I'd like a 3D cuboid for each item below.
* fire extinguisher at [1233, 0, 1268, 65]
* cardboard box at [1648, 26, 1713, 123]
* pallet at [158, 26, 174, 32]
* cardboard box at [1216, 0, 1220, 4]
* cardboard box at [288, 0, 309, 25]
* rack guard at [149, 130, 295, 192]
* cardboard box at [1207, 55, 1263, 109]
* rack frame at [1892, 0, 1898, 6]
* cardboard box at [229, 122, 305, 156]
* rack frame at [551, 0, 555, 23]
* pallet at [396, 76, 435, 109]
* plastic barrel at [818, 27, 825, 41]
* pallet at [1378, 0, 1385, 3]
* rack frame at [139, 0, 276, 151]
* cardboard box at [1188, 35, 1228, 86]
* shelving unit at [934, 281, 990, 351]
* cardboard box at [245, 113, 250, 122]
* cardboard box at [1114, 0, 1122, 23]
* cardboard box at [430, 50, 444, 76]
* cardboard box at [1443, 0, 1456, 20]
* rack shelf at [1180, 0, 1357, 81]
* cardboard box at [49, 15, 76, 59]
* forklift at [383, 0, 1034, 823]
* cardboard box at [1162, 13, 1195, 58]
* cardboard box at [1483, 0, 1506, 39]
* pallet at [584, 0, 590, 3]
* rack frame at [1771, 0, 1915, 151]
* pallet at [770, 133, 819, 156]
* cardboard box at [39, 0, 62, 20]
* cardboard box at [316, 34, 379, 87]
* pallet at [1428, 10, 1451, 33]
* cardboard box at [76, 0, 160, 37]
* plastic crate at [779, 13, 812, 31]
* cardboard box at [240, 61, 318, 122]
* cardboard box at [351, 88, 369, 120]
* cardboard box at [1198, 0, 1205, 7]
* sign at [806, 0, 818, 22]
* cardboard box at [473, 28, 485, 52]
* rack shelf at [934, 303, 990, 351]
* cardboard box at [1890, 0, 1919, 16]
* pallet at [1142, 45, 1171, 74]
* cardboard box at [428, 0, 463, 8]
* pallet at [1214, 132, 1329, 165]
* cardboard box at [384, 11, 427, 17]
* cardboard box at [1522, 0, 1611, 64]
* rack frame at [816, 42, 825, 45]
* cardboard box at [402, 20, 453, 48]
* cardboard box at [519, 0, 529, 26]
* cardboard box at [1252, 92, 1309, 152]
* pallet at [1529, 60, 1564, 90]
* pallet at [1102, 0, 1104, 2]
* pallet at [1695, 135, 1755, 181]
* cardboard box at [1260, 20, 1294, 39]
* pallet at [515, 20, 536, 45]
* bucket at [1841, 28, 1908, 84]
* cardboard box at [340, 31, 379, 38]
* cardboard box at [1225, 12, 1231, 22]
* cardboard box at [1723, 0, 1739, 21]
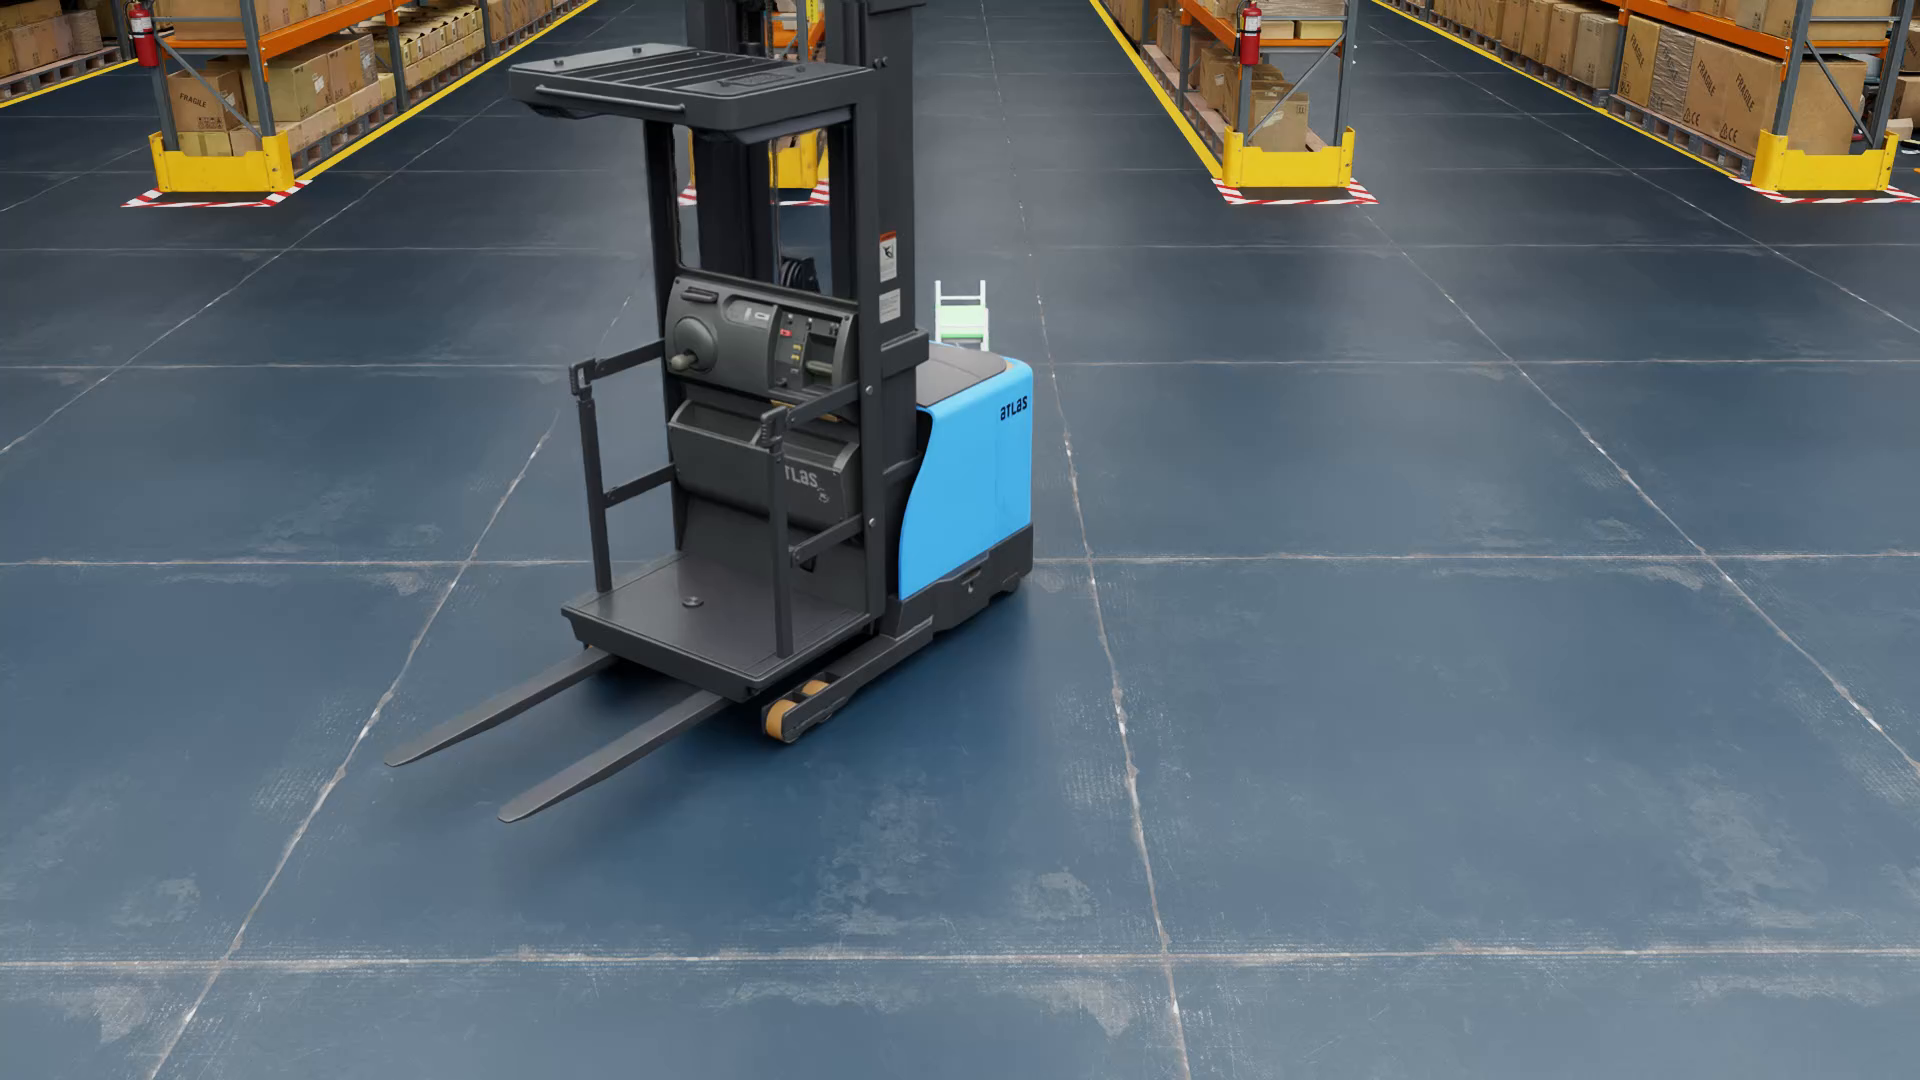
[{"bbox_3d":[2.614,-4.622,14.923,0.296,0.674,0.183,0,24,-1],"label":"fire extinguisher"},{"bbox_3d":[7.942,-4.928,17.574,0.875,0.875,0.875,0,24,0],"label":"cardboard box"},{"bbox_3d":[-11.816,-7.492,24.560,1.003,0.211,1.213,0,24,-1],"label":"pallet"},{"bbox_3d":[3.008,-5.526,16.346,0.875,0.500,0.500,0,24,-1],"label":"cardboard box"},{"bbox_3d":[-6.834,-5.322,16.257,0.700,0.500,0.500,0,24,0],"label":"cardboard box"},{"bbox_3d":[-6.832,-3.515,15.414,1.175,0.500,0.348,0,24,-1],"label":"rack guard"},{"bbox_3d":[3.008,-5.006,18.202,0.500,0.500,0.500,8,25,16],"label":"cardboard box"},{"bbox_3d":[12.896,-8.047,22.403,1.000,3.000,0.127,0,24,-1],"label":"rack frame"},{"bbox_3d":[-6.615,-3.824,15.892,0.500,0.250,0.500,0,24,-1],"label":"cardboard box"},{"bbox_3d":[-6.963,-9.608,25.854,1.000,3.000,0.127,0,24,-1],"label":"rack frame"},{"bbox_3d":[-6.923,-5.345,19.811,1.003,0.211,1.213,0,24,-1],"label":"pallet"},{"bbox_3d":[-1.988,-7.385,23.062,0.600,0.830,0.708,0,24,-1],"label":"plastic barrel"},{"bbox_3d":[7.834,-9.643,29.316,1.003,0.211,1.213,0,24,-1],"label":"pallet"},{"bbox_3d":[-6.832,-4.663,14.921,1.000,3.000,0.127,0,24,-1],"label":"rack frame"},{"bbox_3d":[3.045,-5.669,19.645,0.700,0.500,0.500,-2,24,-5],"label":"cardboard box"},{"bbox_3d":[0.007,-0.620,8.165,0.258,1.200,0.503,0,24,-1],"label":"shelving unit"},{"bbox_3d":[-7.151,-4.028,16.342,0.500,0.250,0.500,0,24,-1],"label":"cardboard box"},{"bbox_3d":[2.981,-8.243,24.903,1.225,0.875,0.875,-1,24,-2],"label":"cardboard box"},{"bbox_3d":[-6.645,-5.842,20.353,0.500,0.250,0.500,-1,24,-2],"label":"cardboard box"},{"bbox_3d":[7.654,-8.161,25.177,0.500,0.500,0.500,1,24,2],"label":"cardboard box"},{"bbox_3d":[3.052,-5.203,16.987,1.077,0.370,4.000,0,24,-1],"label":"rack shelf"},{"bbox_3d":[-11.923,-6.488,21.456,0.700,0.500,0.500,0,24,-1],"label":"cardboard box"},{"bbox_3d":[-0.922,-0.769,6.393,1.130,2.935,3.031,16,29,32],"label":"forklift"},{"bbox_3d":[3.033,-6.560,21.614,0.700,0.500,0.500,-2,24,-5],"label":"cardboard box"},{"bbox_3d":[7.679,-7.306,23.288,0.500,0.500,0.500,0,24,-1],"label":"cardboard box"},{"bbox_3d":[-6.996,-9.626,29.278,1.003,0.211,1.213,0,24,-1],"label":"pallet"},{"bbox_3d":[8.035,-4.687,14.973,1.000,3.000,0.127,0,24,-1],"label":"rack frame"},{"bbox_3d":[-1.930,-3.779,16.350,1.003,0.211,1.213,0,24,-1],"label":"pallet"},{"bbox_3d":[-11.869,-6.808,21.252,0.500,0.250,0.500,0,24,0],"label":"cardboard box"},{"bbox_3d":[-6.658,-5.196,18.015,0.500,0.500,0.500,0,24,-1],"label":"cardboard box"},{"bbox_3d":[7.914,-8.040,25.772,1.003,0.211,1.213,0,24,-1],"label":"pallet"},{"bbox_3d":[-11.749,-7.452,23.185,0.750,0.750,0.750,-1,24,-1],"label":"cardboard box"},{"bbox_3d":[-1.567,-4.934,15.840,0.298,0.136,0.250,0,24,-1],"label":"plastic crate"},{"bbox_3d":[-6.623,-4.372,16.193,0.500,0.500,0.500,0,24,-1],"label":"cardboard box"},{"bbox_3d":[-6.636,-4.648,17.714,0.500,0.250,0.500,0,24,-1],"label":"cardboard box"},{"bbox_3d":[2.726,-5.738,17.602,0.380,0.149,0.250,0,24,-1],"label":"cardboard box"},{"bbox_3d":[-1.329,-4.811,14.911,0.100,0.325,0.005,0,24,-1],"label":"sign"},{"bbox_3d":[-6.670,-6.683,22.213,0.500,0.250,0.500,0,24,1],"label":"cardboard box"},{"bbox_3d":[0.006,-0.999,7.993,0.258,0.148,0.480,0,24,-1],"label":"rack shelf"},{"bbox_3d":[12.972,-7.556,23.385,0.875,0.875,0.875,0,24,-1],"label":"cardboard box"},{"bbox_3d":[2.994,-6.410,22.167,1.003,0.211,1.213,0,24,-1],"label":"pallet"},{"bbox_3d":[-7.164,-7.406,23.484,0.500,0.500,0.500,1,24,2],"label":"cardboard box"},{"bbox_3d":[3.100,-3.802,16.400,1.003,0.211,1.213,0,24,-1],"label":"pallet"},{"bbox_3d":[-7.193,-6.720,21.616,0.500,0.311,0.500,-1,24,-2],"label":"cardboard box"},{"bbox_3d":[7.877,-6.538,21.287,1.050,0.750,0.750,0,24,0],"label":"cardboard box"},{"bbox_3d":[-1.966,-7.981,22.256,1.000,3.000,0.127,0,24,-1],"label":"rack frame"},{"bbox_3d":[-6.649,-6.311,20.710,0.500,0.311,0.500,0,24,1],"label":"cardboard box"},{"bbox_3d":[-6.661,-7.848,24.461,0.500,0.500,0.500,-1,24,-2],"label":"cardboard box"},{"bbox_3d":[3.084,-4.016,16.014,0.500,0.500,0.500,4,25,9],"label":"cardboard box"},{"bbox_3d":[7.891,-5.886,21.009,1.003,0.211,1.213,0,24,-1],"label":"pallet"},{"bbox_3d":[2.986,-9.700,29.440,1.003,0.211,1.213,0,24,-1],"label":"pallet"},{"bbox_3d":[7.948,-3.746,16.276,1.003,0.211,1.213,0,24,-1],"label":"pallet"},{"bbox_3d":[2.864,-4.708,15.325,0.380,0.149,0.250,0,24,-1],"label":"cardboard box"},{"bbox_3d":[-6.900,-7.499,24.574,1.003,0.211,1.213,0,24,-1],"label":"pallet"},{"bbox_3d":[10.298,-5.491,18.878,0.726,0.611,0.620,8,16,18],"label":"bucket"},{"bbox_3d":[-7.179,-5.886,19.770,0.500,0.311,0.500,0,24,1],"label":"cardboard box"},{"bbox_3d":[2.834,-5.223,16.464,0.380,0.149,0.250,0,24,-1],"label":"cardboard box"},{"bbox_3d":[8.077,-5.366,16.292,0.875,0.550,0.550,0,24,-1],"label":"cardboard box"}]
